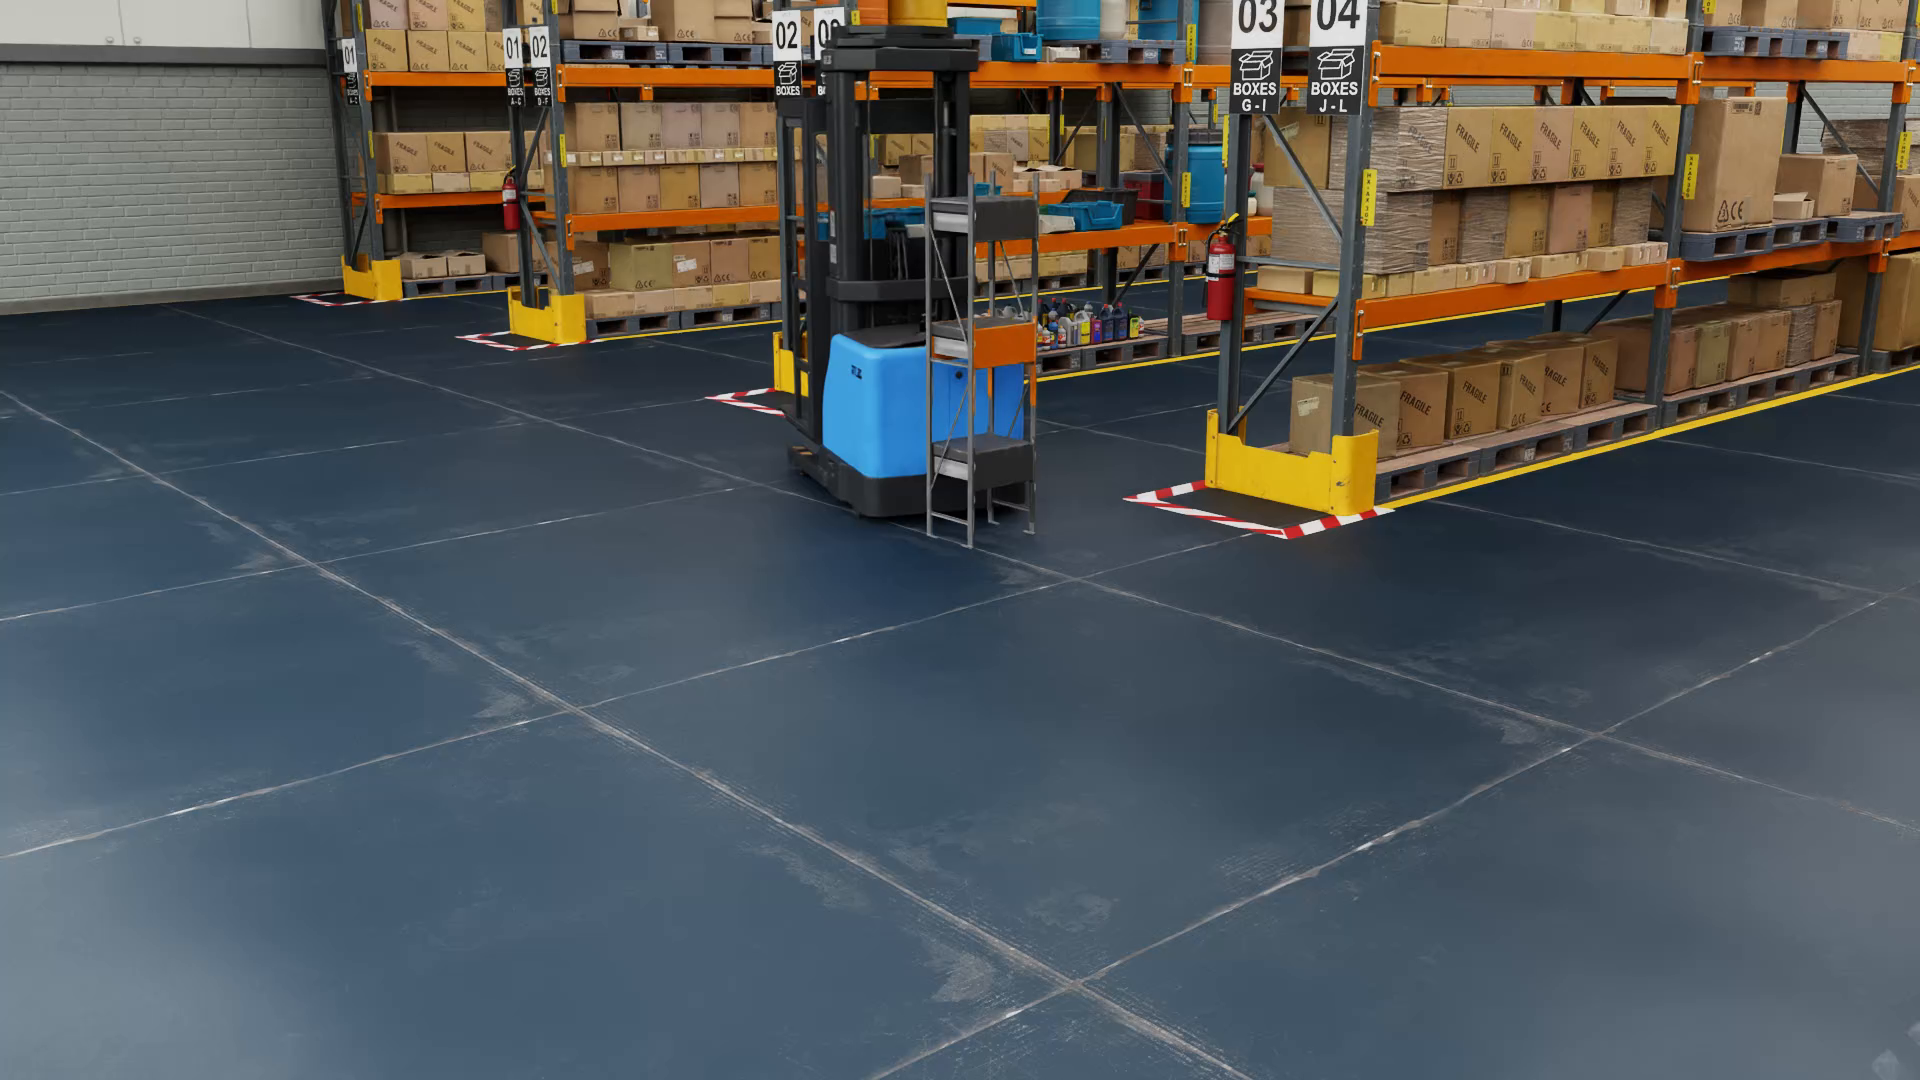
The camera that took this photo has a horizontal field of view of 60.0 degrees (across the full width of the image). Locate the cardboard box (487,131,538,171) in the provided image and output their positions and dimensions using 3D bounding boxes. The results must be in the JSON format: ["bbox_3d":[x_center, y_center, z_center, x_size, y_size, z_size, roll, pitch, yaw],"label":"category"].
[{"bbox_3d":[-5.976,-5.192,22.173,0.500,0.500,0.500,-12,19,-38],"label":"cardboard box"}]

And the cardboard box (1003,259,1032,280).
[{"bbox_3d":[0.596,-3.569,21.813,0.500,0.250,0.500,-12,19,-38],"label":"cardboard box"}]

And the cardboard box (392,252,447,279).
[{"bbox_3d":[-7.108,-3.625,21.868,0.500,0.311,0.500,13,20,41],"label":"cardboard box"}]

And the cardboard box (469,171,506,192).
[{"bbox_3d":[-6.342,-4.746,21.957,0.500,0.250,0.500,-13,20,-40],"label":"cardboard box"}]

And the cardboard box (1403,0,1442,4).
[{"bbox_3d":[2.685,-3.315,10.055,0.250,0.149,0.380,-12,19,-38],"label":"cardboard box"}]

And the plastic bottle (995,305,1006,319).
[{"bbox_3d":[0.347,-2.102,16.089,0.185,0.351,0.144,-12,19,-37],"label":"plastic bottle"}]

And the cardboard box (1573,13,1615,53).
[{"bbox_3d":[4.129,-3.472,11.413,0.500,0.250,0.500,-13,20,-40],"label":"cardboard box"}]

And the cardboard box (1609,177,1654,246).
[{"bbox_3d":[4.703,-2.525,12.619,0.500,0.500,0.875,-13,19,-39],"label":"cardboard box"}]

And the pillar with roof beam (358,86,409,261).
[{"bbox_3d":[-4.902,-6.959,18.367,0.400,9.000,9.100,-13,19,-39],"label":"pillar with roof beam"}]

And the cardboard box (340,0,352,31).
[{"bbox_3d":[-7.535,-6.726,21.137,0.500,0.500,0.500,-12,19,-37],"label":"cardboard box"}]

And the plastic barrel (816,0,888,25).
[{"bbox_3d":[-0.902,-4.650,13.888,0.708,0.830,0.600,-13,19,-39],"label":"plastic barrel"}]

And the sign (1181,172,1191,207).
[{"bbox_3d":[2.185,-3.386,16.077,0.005,0.325,0.100,-13,19,-39],"label":"sign"}]

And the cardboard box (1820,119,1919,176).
[{"bbox_3d":[8.663,-3.728,15.757,0.637,0.503,0.797,-12,19,-38],"label":"cardboard box"}]

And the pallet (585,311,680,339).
[{"bbox_3d":[-3.885,-2.439,18.472,1.213,0.211,1.003,-13,19,-39],"label":"pallet"}]

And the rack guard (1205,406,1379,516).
[{"bbox_3d":[2.123,-0.524,10.745,0.348,0.500,1.175,-13,19,-39],"label":"rack guard"}]

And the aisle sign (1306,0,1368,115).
[{"bbox_3d":[2.216,-2.906,9.780,0.004,0.787,0.394,-13,19,-39],"label":"aisle sign"}]

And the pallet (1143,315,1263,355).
[{"bbox_3d":[2.399,-2.154,17.407,1.213,0.211,1.003,-13,19,-39],"label":"pallet"}]

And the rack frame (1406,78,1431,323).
[{"bbox_3d":[4.850,-4.039,19.057,0.127,3.000,1.000,-13,19,-39],"label":"rack frame"}]

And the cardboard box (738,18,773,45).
[{"bbox_3d":[-2.377,-5.877,19.215,0.500,0.311,0.500,-14,20,-42],"label":"cardboard box"}]

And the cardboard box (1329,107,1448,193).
[{"bbox_3d":[2.660,-2.434,10.344,0.500,0.500,0.500,-13,19,-39],"label":"cardboard box"}]

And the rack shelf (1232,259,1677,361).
[{"bbox_3d":[3.575,-1.710,11.735,4.000,0.370,1.077,-13,19,-39],"label":"rack shelf"}]

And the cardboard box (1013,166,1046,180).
[{"bbox_3d":[0.799,-4.847,22.255,0.500,0.311,0.500,-13,20,-40],"label":"cardboard box"}]

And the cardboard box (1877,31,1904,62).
[{"bbox_3d":[7.903,-4.323,14.599,0.500,0.250,0.500,-13,19,-39],"label":"cardboard box"}]

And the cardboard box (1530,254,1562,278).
[{"bbox_3d":[3.973,-1.931,11.652,0.250,0.149,0.380,-13,19,-39],"label":"cardboard box"}]

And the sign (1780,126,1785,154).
[{"bbox_3d":[7.734,-3.741,15.700,0.005,0.325,0.100,-13,19,-39],"label":"sign"}]

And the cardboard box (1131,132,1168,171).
[{"bbox_3d":[2.817,-5.501,23.525,0.500,0.500,0.700,-9,17,-29],"label":"cardboard box"}]

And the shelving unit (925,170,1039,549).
[{"bbox_3d":[0.125,-1.042,9.584,0.503,2.100,0.431,-13,19,-39],"label":"shelving unit"}]

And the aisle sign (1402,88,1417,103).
[{"bbox_3d":[7.495,-7.684,27.665,0.004,0.787,0.394,-13,19,-39],"label":"aisle sign"}]

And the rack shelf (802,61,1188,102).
[{"bbox_3d":[0.323,-4.124,14.958,4.000,0.370,1.077,-13,19,-39],"label":"rack shelf"}]

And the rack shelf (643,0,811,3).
[{"bbox_3d":[-3.162,-7.986,24.380,4.000,0.370,1.077,-13,19,-39],"label":"rack shelf"}]

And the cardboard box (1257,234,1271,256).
[{"bbox_3d":[4.434,-4.547,24.951,0.500,0.500,0.500,-13,20,-40],"label":"cardboard box"}]

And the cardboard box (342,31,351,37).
[{"bbox_3d":[-7.540,-6.239,21.251,0.500,0.500,0.500,-11,18,-35],"label":"cardboard box"}]

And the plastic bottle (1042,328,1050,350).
[{"bbox_3d":[0.796,-1.882,15.554,0.097,0.201,0.097,0,15,0],"label":"plastic bottle"}]

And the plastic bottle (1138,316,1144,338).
[{"bbox_3d":[1.763,-2.100,16.368,0.097,0.201,0.097,0,15,0],"label":"plastic bottle"}]

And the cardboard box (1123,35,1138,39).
[{"bbox_3d":[1.908,-6.582,22.571,0.500,0.500,0.910,-13,19,-39],"label":"cardboard box"}]

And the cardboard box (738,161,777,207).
[{"bbox_3d":[-2.522,-4.123,19.180,0.500,0.500,0.700,-12,19,-39],"label":"cardboard box"}]

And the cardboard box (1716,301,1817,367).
[{"bbox_3d":[7.199,-1.865,14.913,0.700,0.500,0.500,14,20,42],"label":"cardboard box"}]

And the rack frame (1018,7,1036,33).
[{"bbox_3d":[1.364,-9.543,28.040,0.127,3.000,1.000,-13,19,-39],"label":"rack frame"}]

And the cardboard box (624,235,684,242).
[{"bbox_3d":[-3.480,-3.206,19.002,0.500,0.500,0.500,-13,19,-39],"label":"cardboard box"}]

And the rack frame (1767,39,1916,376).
[{"bbox_3d":[8.101,-3.074,15.447,0.127,3.000,1.000,-13,19,-39],"label":"rack frame"}]

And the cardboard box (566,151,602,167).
[{"bbox_3d":[-3.997,-4.035,17.591,0.250,0.149,0.380,-13,20,-40],"label":"cardboard box"}]

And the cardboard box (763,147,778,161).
[{"bbox_3d":[-2.250,-4.428,19.064,0.250,0.149,0.380,-13,20,-40],"label":"cardboard box"}]

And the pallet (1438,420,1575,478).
[{"bbox_3d":[3.679,-0.721,12.041,1.213,0.211,1.003,-13,19,-39],"label":"pallet"}]

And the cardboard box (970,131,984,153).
[{"bbox_3d":[0.045,-6.462,27.321,0.500,0.500,0.500,-12,19,-38],"label":"cardboard box"}]

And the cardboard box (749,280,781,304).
[{"bbox_3d":[-2.374,-2.909,19.342,0.500,0.250,0.500,-13,19,-39],"label":"cardboard box"}]

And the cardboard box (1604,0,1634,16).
[{"bbox_3d":[4.443,-3.716,11.556,0.250,0.149,0.380,-13,20,-41],"label":"cardboard box"}]

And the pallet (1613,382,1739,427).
[{"bbox_3d":[5.670,-1.182,13.765,1.213,0.211,1.003,-13,19,-39],"label":"pallet"}]

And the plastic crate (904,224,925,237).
[{"bbox_3d":[-0.299,-2.645,14.351,0.250,0.136,0.298,-13,19,-39],"label":"plastic crate"}]

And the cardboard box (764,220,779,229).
[{"bbox_3d":[-2.984,-4.686,25.471,0.500,0.500,0.700,-13,20,-40],"label":"cardboard box"}]

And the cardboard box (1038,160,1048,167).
[{"bbox_3d":[1.295,-6.421,28.424,0.250,0.149,0.380,-12,19,-39],"label":"cardboard box"}]

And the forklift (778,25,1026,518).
[{"bbox_3d":[-0.562,-1.888,11.140,1.130,2.935,3.031,-5,16,-19],"label":"forklift"}]
